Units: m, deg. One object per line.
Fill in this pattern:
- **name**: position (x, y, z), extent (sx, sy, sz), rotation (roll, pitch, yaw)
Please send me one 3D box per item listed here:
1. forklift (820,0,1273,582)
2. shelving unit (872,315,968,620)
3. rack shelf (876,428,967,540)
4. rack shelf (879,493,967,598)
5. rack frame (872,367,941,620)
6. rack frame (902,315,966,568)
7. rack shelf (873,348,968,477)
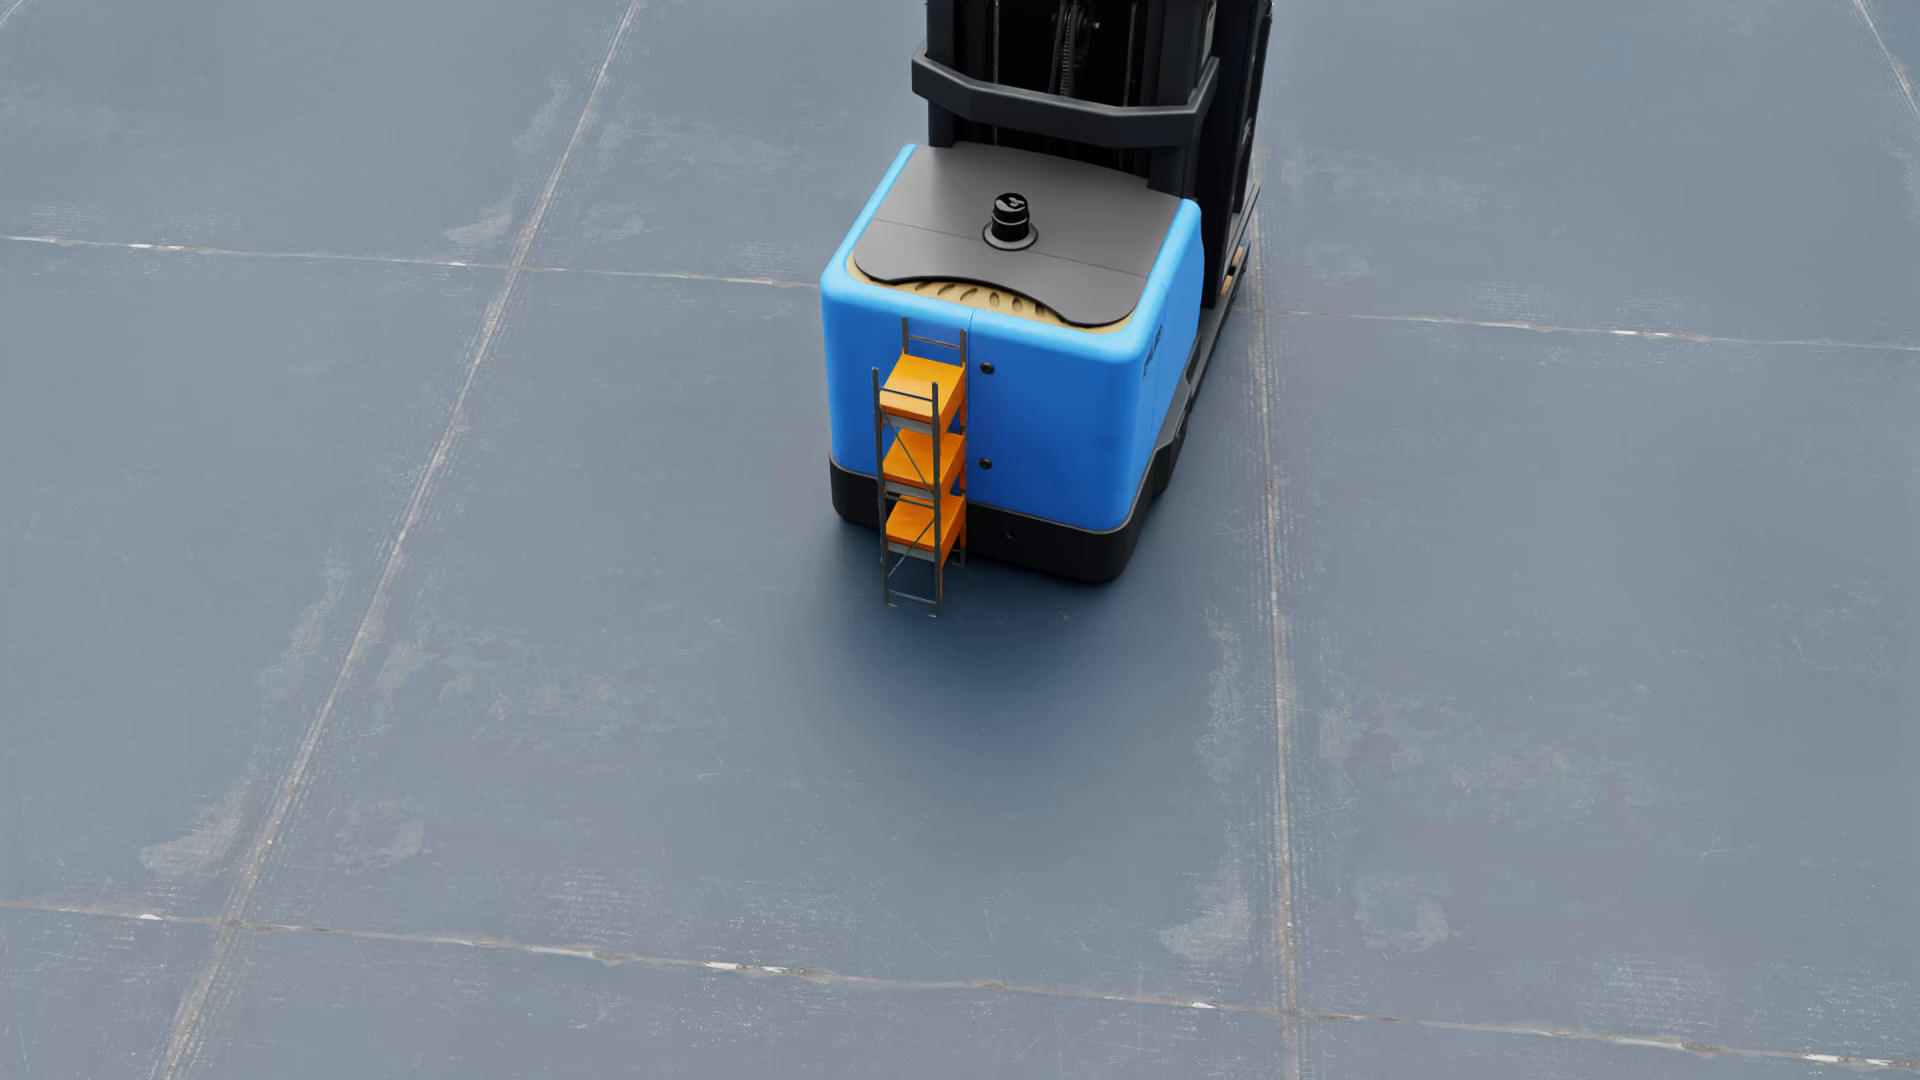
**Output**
- **forklift**: position (0.520, -1.960, 5.556), extent (1.130, 2.935, 3.031), rotation (14, 49, 13)
- **shelving unit**: position (-0.118, -0.201, 5.223), extent (0.215, 1.050, 0.252), rotation (14, 49, 13)
- **rack shelf**: position (-0.118, -0.194, 5.230), extent (0.215, 0.259, 0.240), rotation (14, 49, 13)
- **rack shelf**: position (-0.118, -0.007, 5.435), extent (0.215, 0.259, 0.240), rotation (14, 49, 13)
- **rack frame**: position (-0.158, -0.116, 5.145), extent (0.200, 1.050, 0.008), rotation (14, 49, 13)
- **rack frame**: position (-0.078, -0.286, 5.300), extent (0.200, 1.050, 0.008), rotation (14, 49, 13)
- **rack shelf**: position (-0.118, -0.386, 5.021), extent (0.215, 0.259, 0.240), rotation (14, 49, 13)
